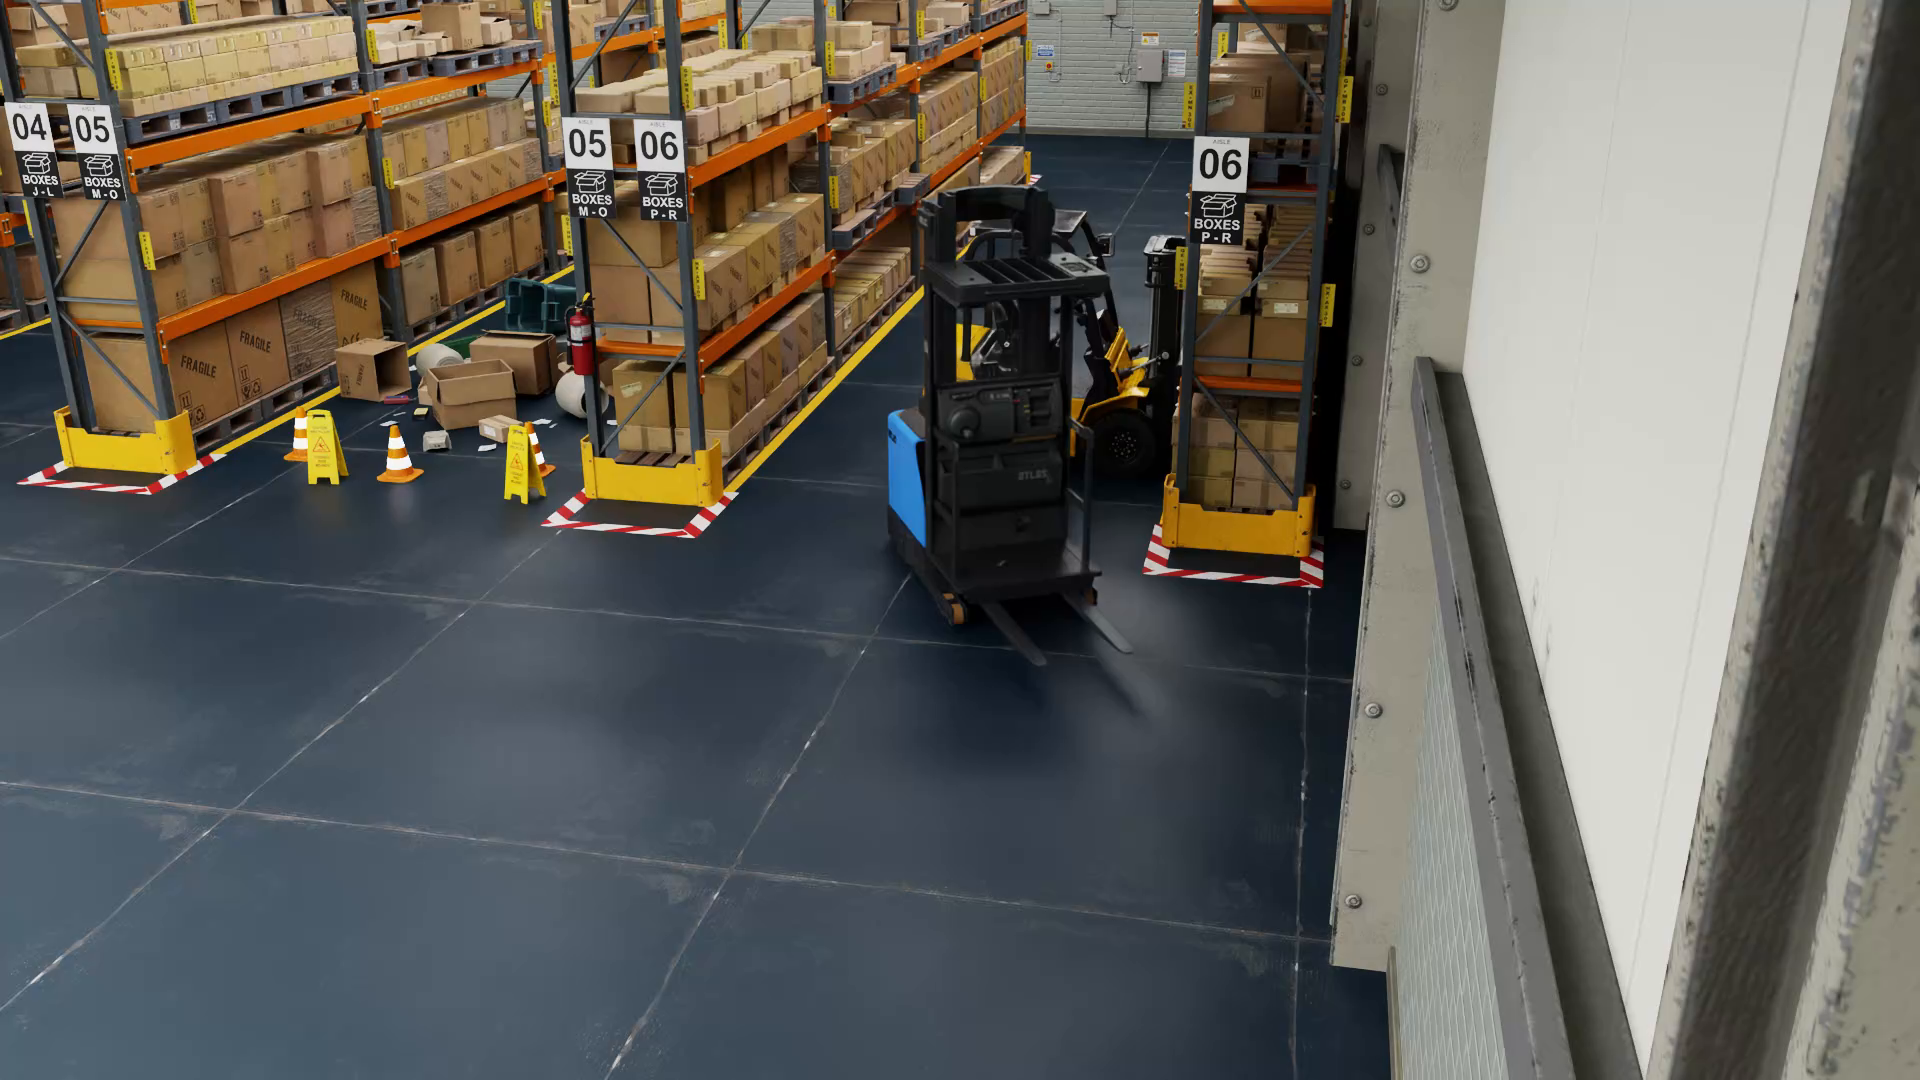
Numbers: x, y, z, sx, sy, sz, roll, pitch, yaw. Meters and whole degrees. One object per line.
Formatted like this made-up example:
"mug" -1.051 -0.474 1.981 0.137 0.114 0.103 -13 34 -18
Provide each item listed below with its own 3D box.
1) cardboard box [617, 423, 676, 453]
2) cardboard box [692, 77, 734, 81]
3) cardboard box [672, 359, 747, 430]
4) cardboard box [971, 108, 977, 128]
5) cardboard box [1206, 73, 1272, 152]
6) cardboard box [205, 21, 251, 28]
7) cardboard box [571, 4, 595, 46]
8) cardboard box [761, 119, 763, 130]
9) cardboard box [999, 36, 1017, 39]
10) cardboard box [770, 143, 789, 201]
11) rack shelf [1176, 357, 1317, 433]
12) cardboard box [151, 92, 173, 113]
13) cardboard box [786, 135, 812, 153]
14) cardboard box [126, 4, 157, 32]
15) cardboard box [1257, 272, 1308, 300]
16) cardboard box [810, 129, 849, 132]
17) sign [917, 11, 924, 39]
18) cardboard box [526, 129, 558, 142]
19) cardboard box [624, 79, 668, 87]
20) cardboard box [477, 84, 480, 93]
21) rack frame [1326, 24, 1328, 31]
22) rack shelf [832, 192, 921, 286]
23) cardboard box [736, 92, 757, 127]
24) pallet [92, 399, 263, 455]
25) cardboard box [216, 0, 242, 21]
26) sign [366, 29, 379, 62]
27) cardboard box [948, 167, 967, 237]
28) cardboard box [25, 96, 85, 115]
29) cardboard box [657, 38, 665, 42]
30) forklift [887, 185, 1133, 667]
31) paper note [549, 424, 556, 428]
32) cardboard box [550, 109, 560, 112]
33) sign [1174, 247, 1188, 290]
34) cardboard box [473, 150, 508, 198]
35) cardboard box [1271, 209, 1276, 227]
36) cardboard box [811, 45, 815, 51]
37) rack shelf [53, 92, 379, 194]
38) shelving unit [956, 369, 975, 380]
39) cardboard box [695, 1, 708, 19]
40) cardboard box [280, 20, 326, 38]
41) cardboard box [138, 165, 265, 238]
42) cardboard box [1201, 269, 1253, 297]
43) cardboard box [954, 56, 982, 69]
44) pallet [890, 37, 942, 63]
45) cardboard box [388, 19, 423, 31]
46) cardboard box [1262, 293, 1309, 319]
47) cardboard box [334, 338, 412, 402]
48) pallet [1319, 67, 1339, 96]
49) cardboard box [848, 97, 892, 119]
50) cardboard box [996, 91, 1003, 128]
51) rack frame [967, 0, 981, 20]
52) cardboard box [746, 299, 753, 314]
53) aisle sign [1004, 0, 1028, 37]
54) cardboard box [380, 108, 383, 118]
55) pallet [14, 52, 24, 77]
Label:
"cardboard box" -2.741 -0.990 14.945 0.500 0.250 0.500 4 22 11
"cardboard box" -2.147 -3.869 14.229 0.380 0.149 0.250 4 22 11
"cardboard box" -2.208 -1.295 14.700 0.500 0.500 0.500 4 22 9
"cardboard box" -0.051 -6.117 24.088 0.500 0.250 0.500 4 22 11
"cardboard box" 2.064 -3.228 12.539 0.500 0.500 0.500 5 23 13
"cardboard box" -7.259 -5.049 16.463 0.380 0.149 0.250 4 22 10
"cardboard box" -5.312 -7.005 22.612 0.500 0.500 0.500 4 22 11
"cardboard box" -2.006 -3.787 15.092 0.380 0.149 0.250 4 22 10
"cardboard box" 0.740 -8.262 27.542 0.380 0.149 0.250 5 22 12
"cardboard box" -2.133 -3.712 16.716 0.700 0.500 0.500 4 22 10
"rack shelf" 2.621 -1.766 14.717 1.077 0.370 4.000 4 22 11
"cardboard box" -7.079 -3.796 14.420 0.380 0.149 0.250 5 22 11
"cardboard box" -1.830 -4.328 18.152 0.380 0.149 0.250 4 22 9
"cardboard box" -10.663 -6.715 21.223 0.500 0.500 0.500 4 22 11
"cardboard box" 2.490 -1.960 12.836 0.380 0.149 0.250 4 22 10
"cardboard box" -1.535 -4.518 19.492 0.500 0.500 0.500 5 22 12
"sign" -0.484 -6.260 20.206 0.100 0.325 0.005 4 22 11
"cardboard box" -5.586 -5.389 22.127 0.380 0.149 0.250 5 23 13
"cardboard box" -2.641 -3.812 14.086 0.380 0.149 0.250 5 22 11
"cardboard box" -8.834 -8.081 29.769 0.380 0.149 0.250 5 22 12
"rack frame" 3.845 -7.077 18.911 1.000 3.000 0.127 4 22 11
"rack shelf" -1.423 -3.606 19.286 1.077 0.370 4.000 4 22 11
"cardboard box" -2.090 -3.743 14.451 0.500 0.250 0.500 5 22 12
"pallet" -7.427 -1.091 15.810 1.003 0.211 1.213 4 22 11
"cardboard box" -10.572 -7.610 23.554 0.500 0.500 0.500 6 23 14
"sign" -6.154 -5.175 17.405 0.100 0.325 0.005 4 22 11
"cardboard box" -0.424 -4.780 23.519 0.875 0.875 0.875 5 22 12
"cardboard box" -7.778 -3.749 14.304 0.380 0.149 0.250 4 22 11
"cardboard box" -4.926 -7.882 27.068 0.500 0.500 0.500 4 22 9
"forklift" 0.358 -0.912 11.725 1.130 2.935 3.031 -7 23 -17
"paper note" -3.945 -1.109 16.123 0.032 0.001 0.123 4 22 11
"cardboard box" -5.436 -5.805 22.760 0.380 0.149 0.250 4 22 9
"sign" 1.684 -2.062 12.622 0.100 0.325 0.005 4 22 11
"cardboard box" -5.916 -4.508 20.428 0.500 0.500 0.500 4 22 10
"cardboard box" 3.383 -3.160 16.746 0.500 0.250 0.500 4 22 10
"cardboard box" -1.746 -5.134 17.741 0.500 0.250 0.500 5 22 12
"rack shelf" -7.106 -3.875 15.938 1.077 0.370 4.000 4 22 11
"shelving unit" -0.068 -0.766 13.679 0.258 1.200 0.503 7 23 16
"cardboard box" -4.383 -8.509 26.683 0.500 0.250 0.500 5 23 13
"cardboard box" -6.564 -5.093 16.571 0.380 0.149 0.250 4 22 11
"cardboard box" -7.131 -3.192 15.648 0.875 0.550 0.550 4 22 11
"cardboard box" 2.079 -2.001 12.937 0.380 0.149 0.250 5 22 11
"cardboard box" 0.120 -7.041 24.511 0.380 0.149 0.250 4 22 10
"pallet" -0.935 -6.215 21.037 1.213 0.211 1.003 6 23 13
"cardboard box" -6.451 -5.984 19.635 0.500 0.311 0.500 4 22 10
"cardboard box" 2.536 -1.820 12.886 0.380 0.149 0.250 4 22 10
"cardboard box" -6.010 -1.745 17.043 0.500 0.500 0.500 8 23 20
"pallet" 3.569 -4.934 17.857 1.003 0.211 1.213 6 23 13
"cardboard box" -1.165 -5.391 21.281 0.500 0.500 0.500 4 22 9
"cardboard box" 0.368 -6.697 25.865 0.500 0.500 0.500 5 22 11
"rack frame" -0.199 -8.917 23.479 1.000 3.000 0.127 4 22 11
"cardboard box" -2.088 -2.108 14.940 0.380 0.149 0.250 5 22 12
"aisle sign" 0.936 -8.806 27.753 0.394 0.787 0.004 4 22 11
"cardboard box" -9.514 -6.856 26.728 0.380 0.149 0.250 5 22 11
"pallet" -11.302 -5.486 19.226 1.213 0.211 1.003 4 22 11
